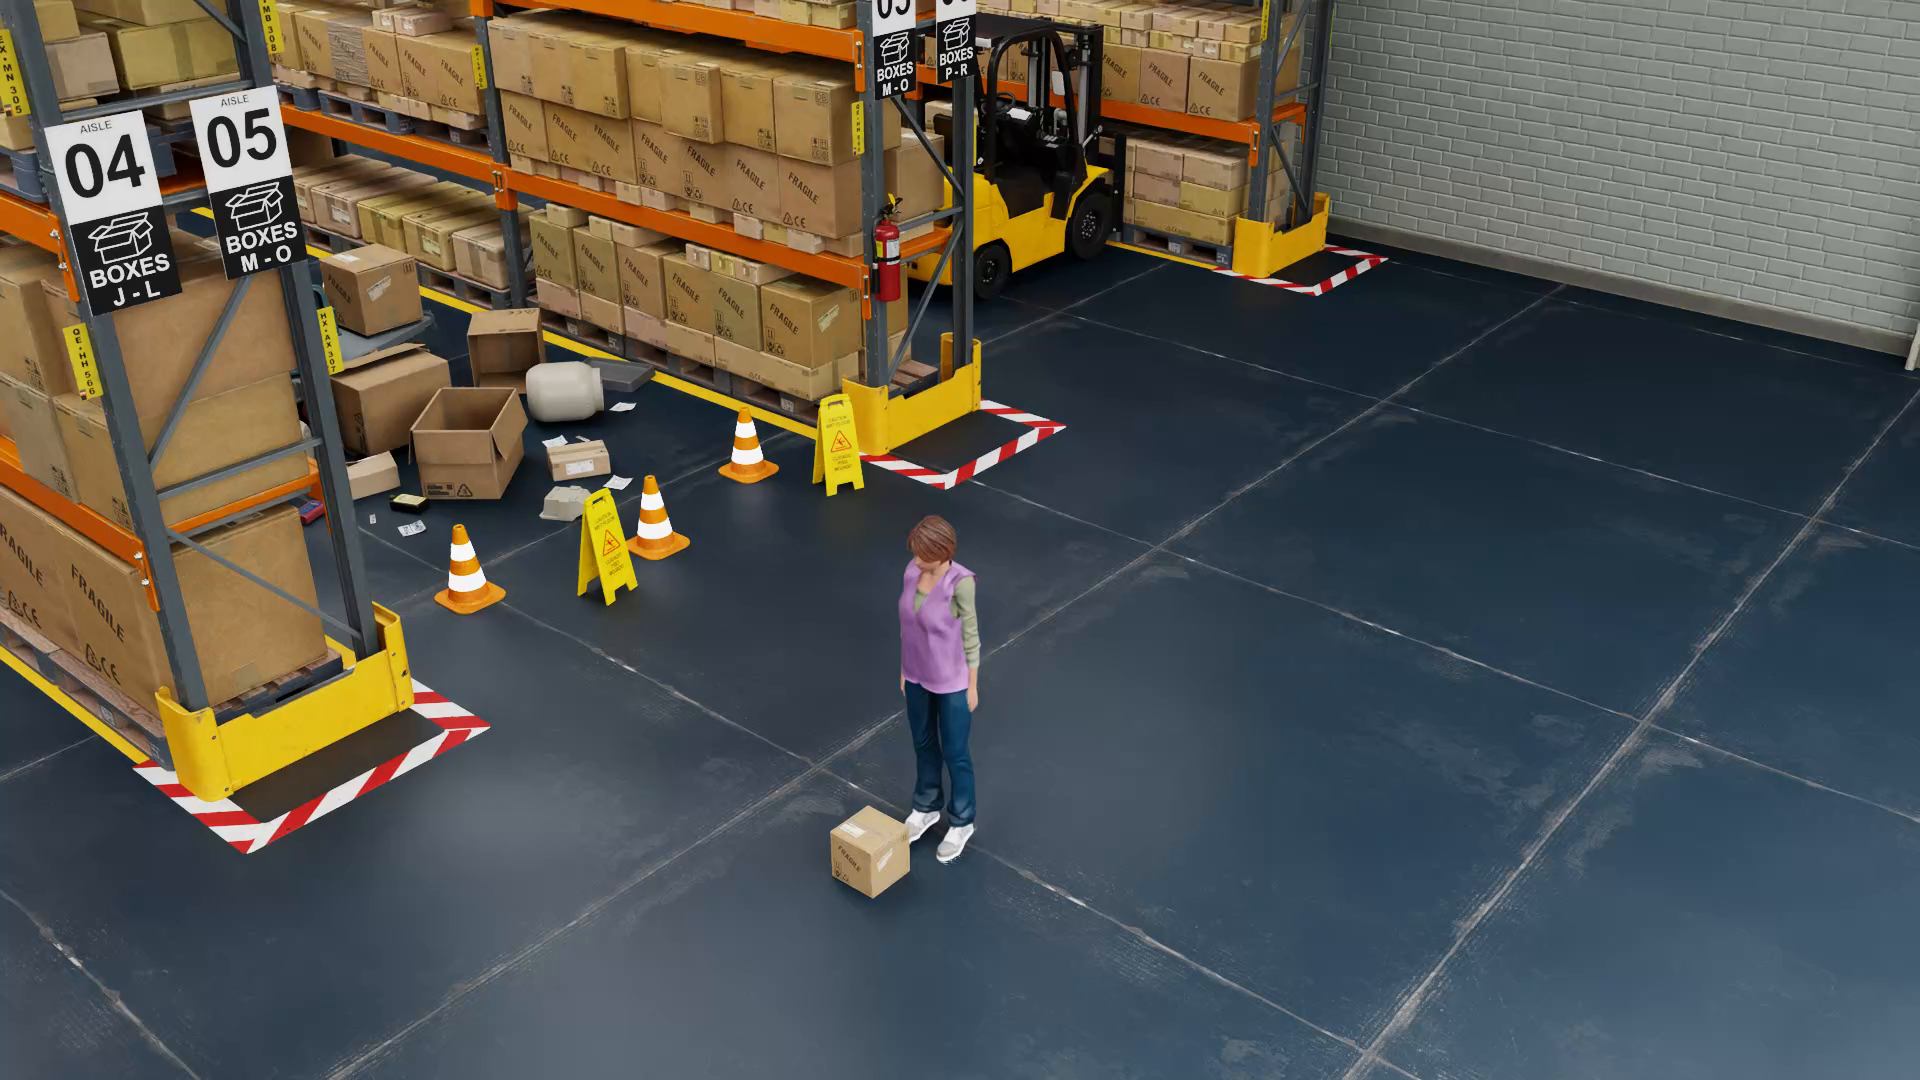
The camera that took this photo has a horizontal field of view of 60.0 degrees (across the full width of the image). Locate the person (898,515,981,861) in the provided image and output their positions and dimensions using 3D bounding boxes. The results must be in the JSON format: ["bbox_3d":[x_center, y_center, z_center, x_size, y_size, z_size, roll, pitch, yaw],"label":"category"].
[{"bbox_3d":[-0.119,0.664,7.408,0.440,1.560,0.384,22,35,36],"label":"person"}]
